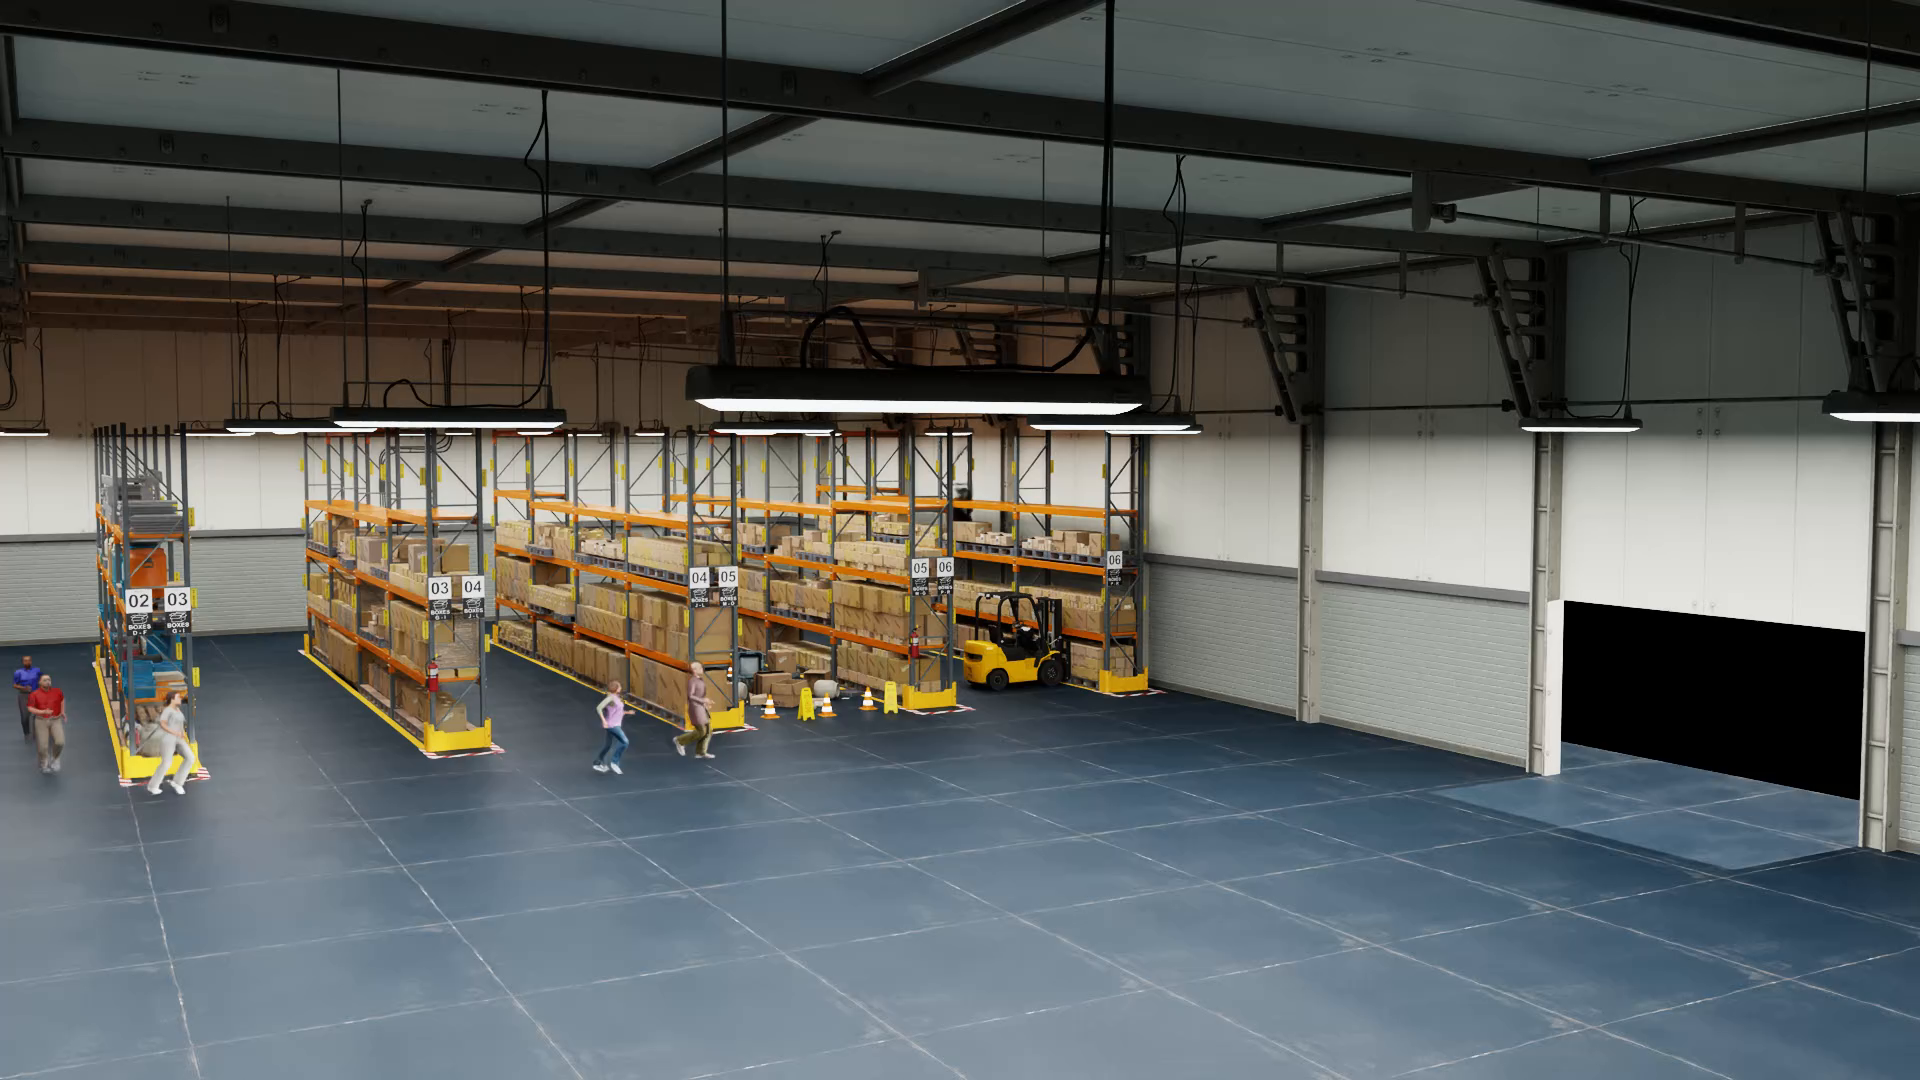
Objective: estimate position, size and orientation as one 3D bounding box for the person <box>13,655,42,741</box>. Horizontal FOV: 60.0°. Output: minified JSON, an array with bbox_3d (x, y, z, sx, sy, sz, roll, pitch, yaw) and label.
[{"bbox_3d":[-17.600,2.992,31.461,0.544,1.638,0.651,-2,4,-34],"label":"person"}]

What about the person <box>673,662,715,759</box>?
[{"bbox_3d":[-4.740,3.050,29.716,0.750,1.736,0.709,0,3,1],"label":"person"}]

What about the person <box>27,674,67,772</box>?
[{"bbox_3d":[-15.577,3.143,28.439,0.646,1.697,0.655,-3,5,-44],"label":"person"}]

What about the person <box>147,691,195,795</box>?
[{"bbox_3d":[-12.744,3.270,26.932,0.675,1.659,0.623,0,3,8],"label":"person"}]

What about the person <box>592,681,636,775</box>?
[{"bbox_3d":[-5.909,3.204,28.377,0.760,1.615,0.498,0,3,-4],"label":"person"}]
